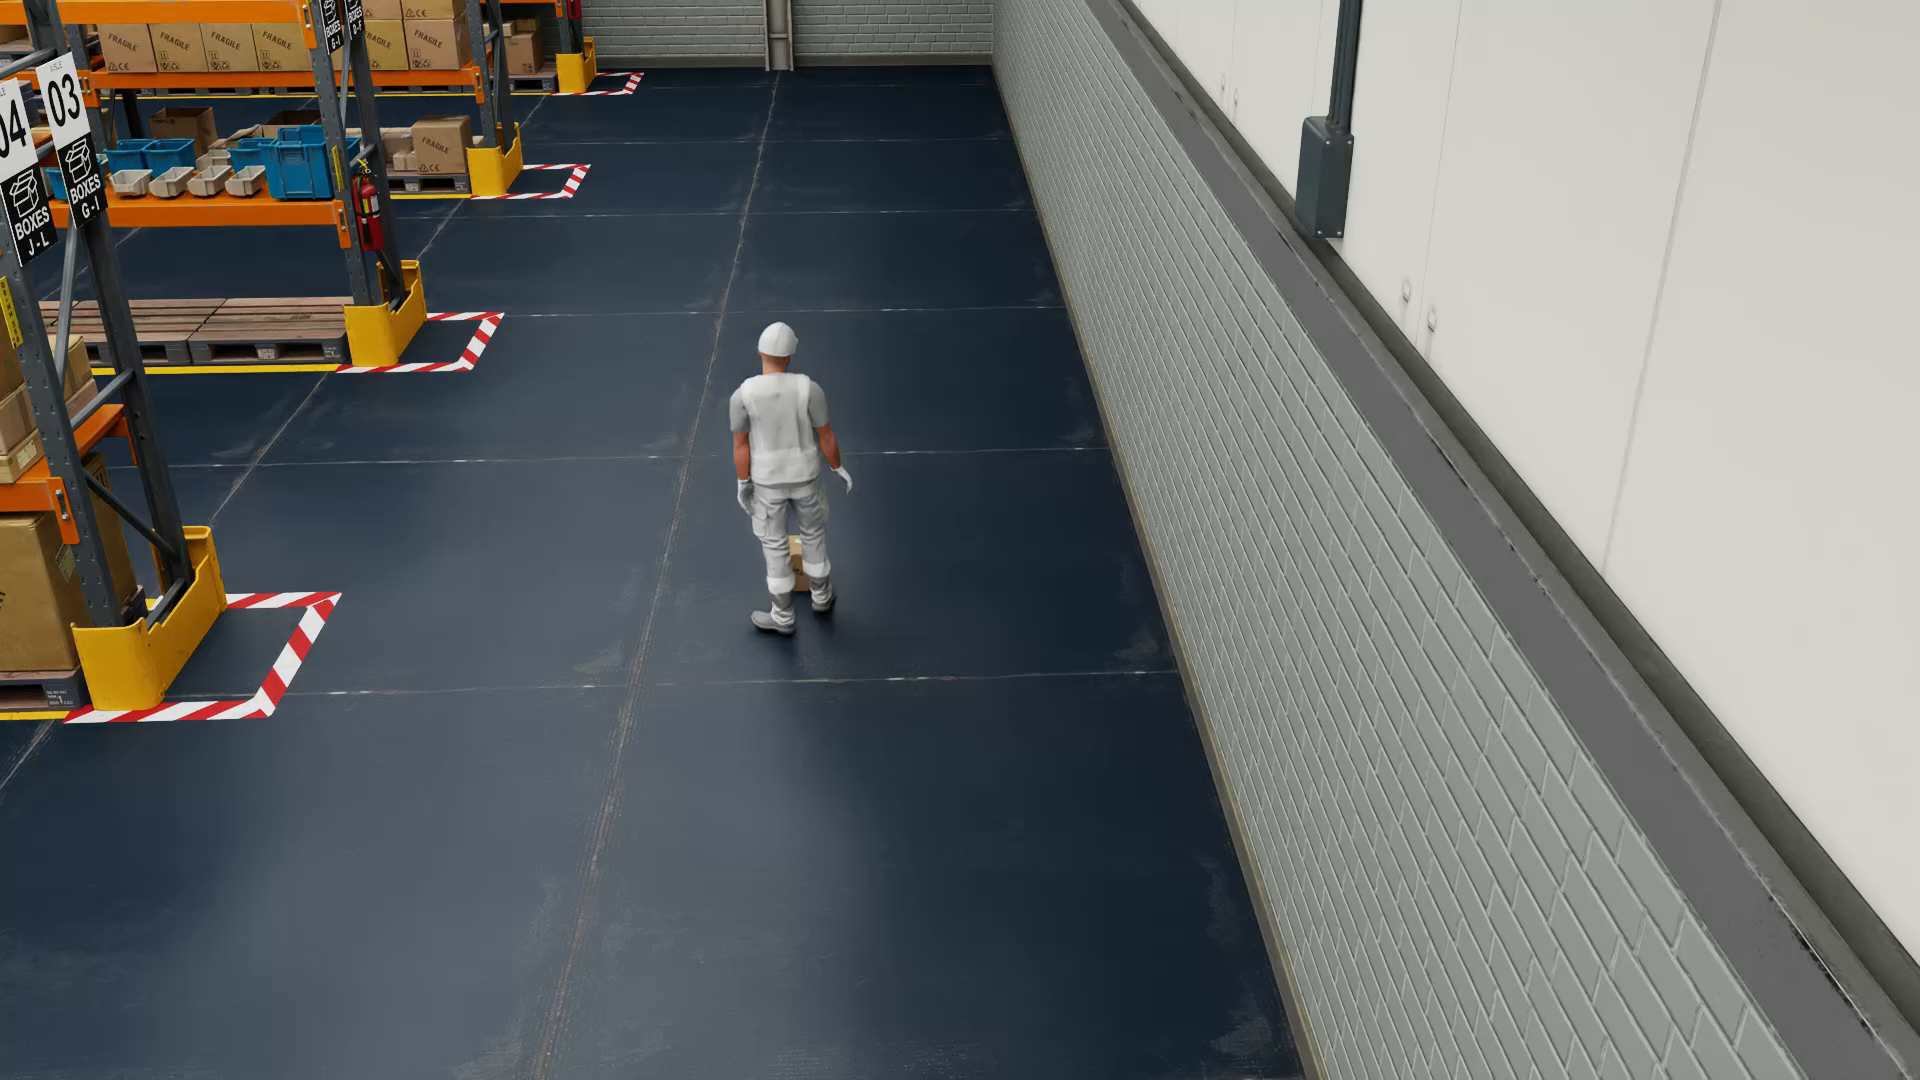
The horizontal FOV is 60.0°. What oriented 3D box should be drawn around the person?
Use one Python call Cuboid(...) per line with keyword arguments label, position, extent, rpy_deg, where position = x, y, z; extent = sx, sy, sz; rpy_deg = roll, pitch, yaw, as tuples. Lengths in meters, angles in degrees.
Cuboid(label="person", position=(-0.937, -0.369, 9.264), extent=(0.657, 1.789, 0.506), rpy_deg=(-6, 28, -11))
